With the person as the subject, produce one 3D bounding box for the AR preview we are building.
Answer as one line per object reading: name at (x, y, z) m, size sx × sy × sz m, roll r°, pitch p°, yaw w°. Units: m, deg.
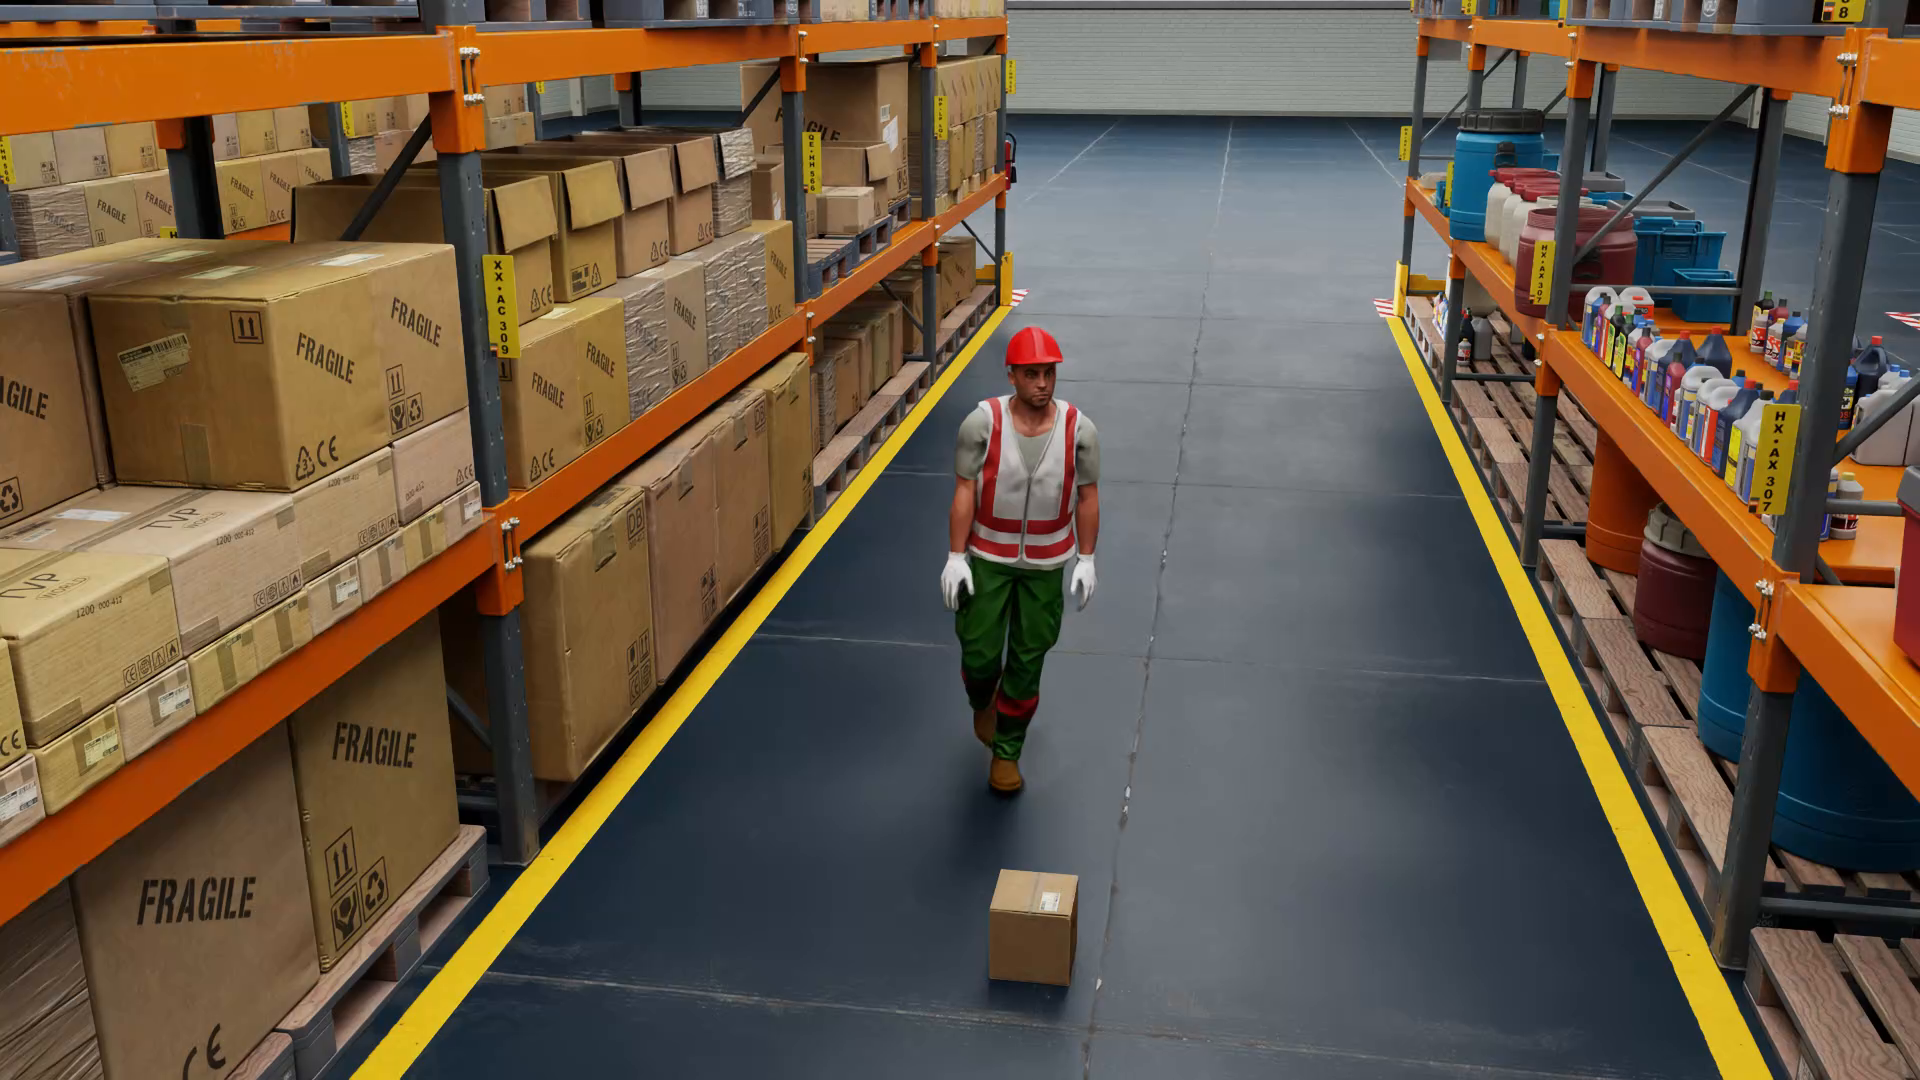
person at (0.221, 0.060, 6.276) m, size 0.597 × 1.784 × 0.550 m, roll -1°, pitch 18°, yaw -2°
